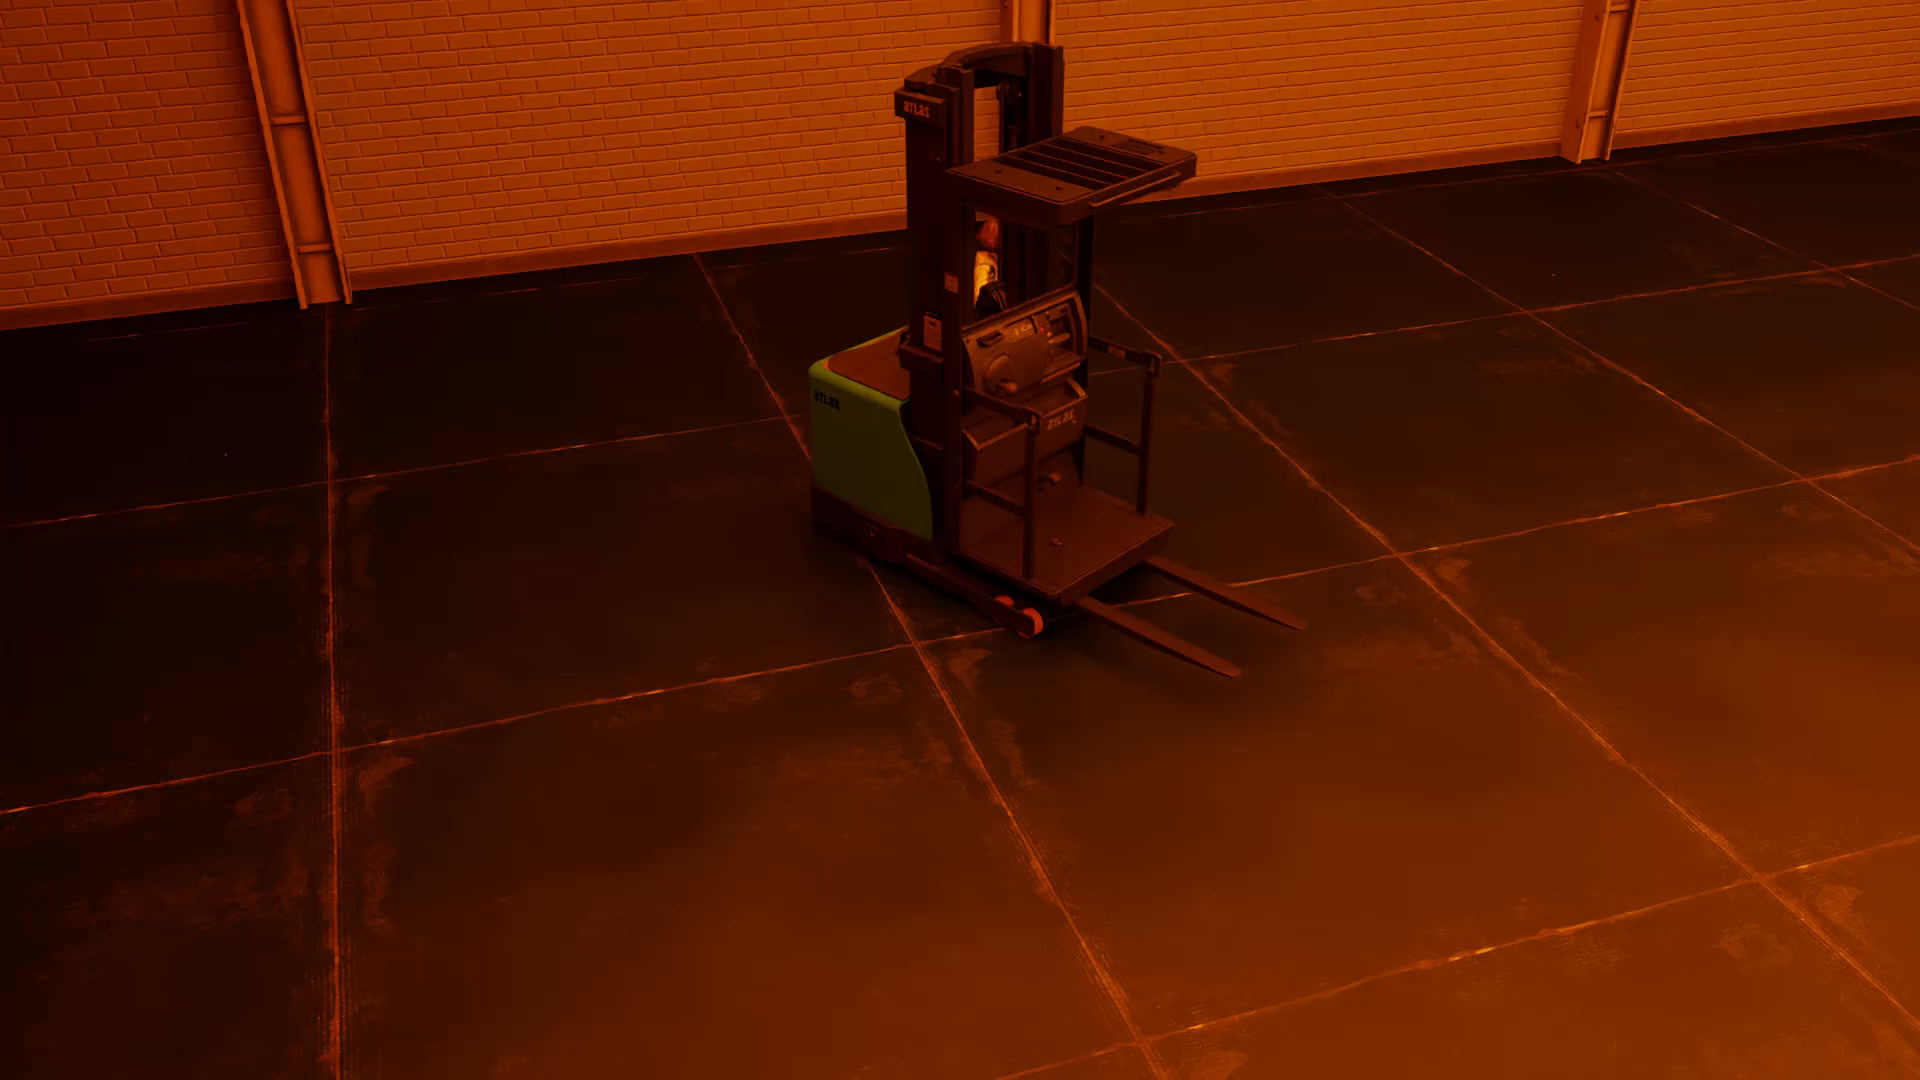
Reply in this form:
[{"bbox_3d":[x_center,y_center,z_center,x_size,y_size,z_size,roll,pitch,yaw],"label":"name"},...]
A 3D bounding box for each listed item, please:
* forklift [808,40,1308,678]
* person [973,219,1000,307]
[{"bbox_3d":[0.515,-1.027,8.871,3.031,2.935,1.130,25,38,37],"label":"forklift"},{"bbox_3d":[0.224,-1.428,11.086,0.651,1.482,0.821,3,30,5],"label":"person"}]
